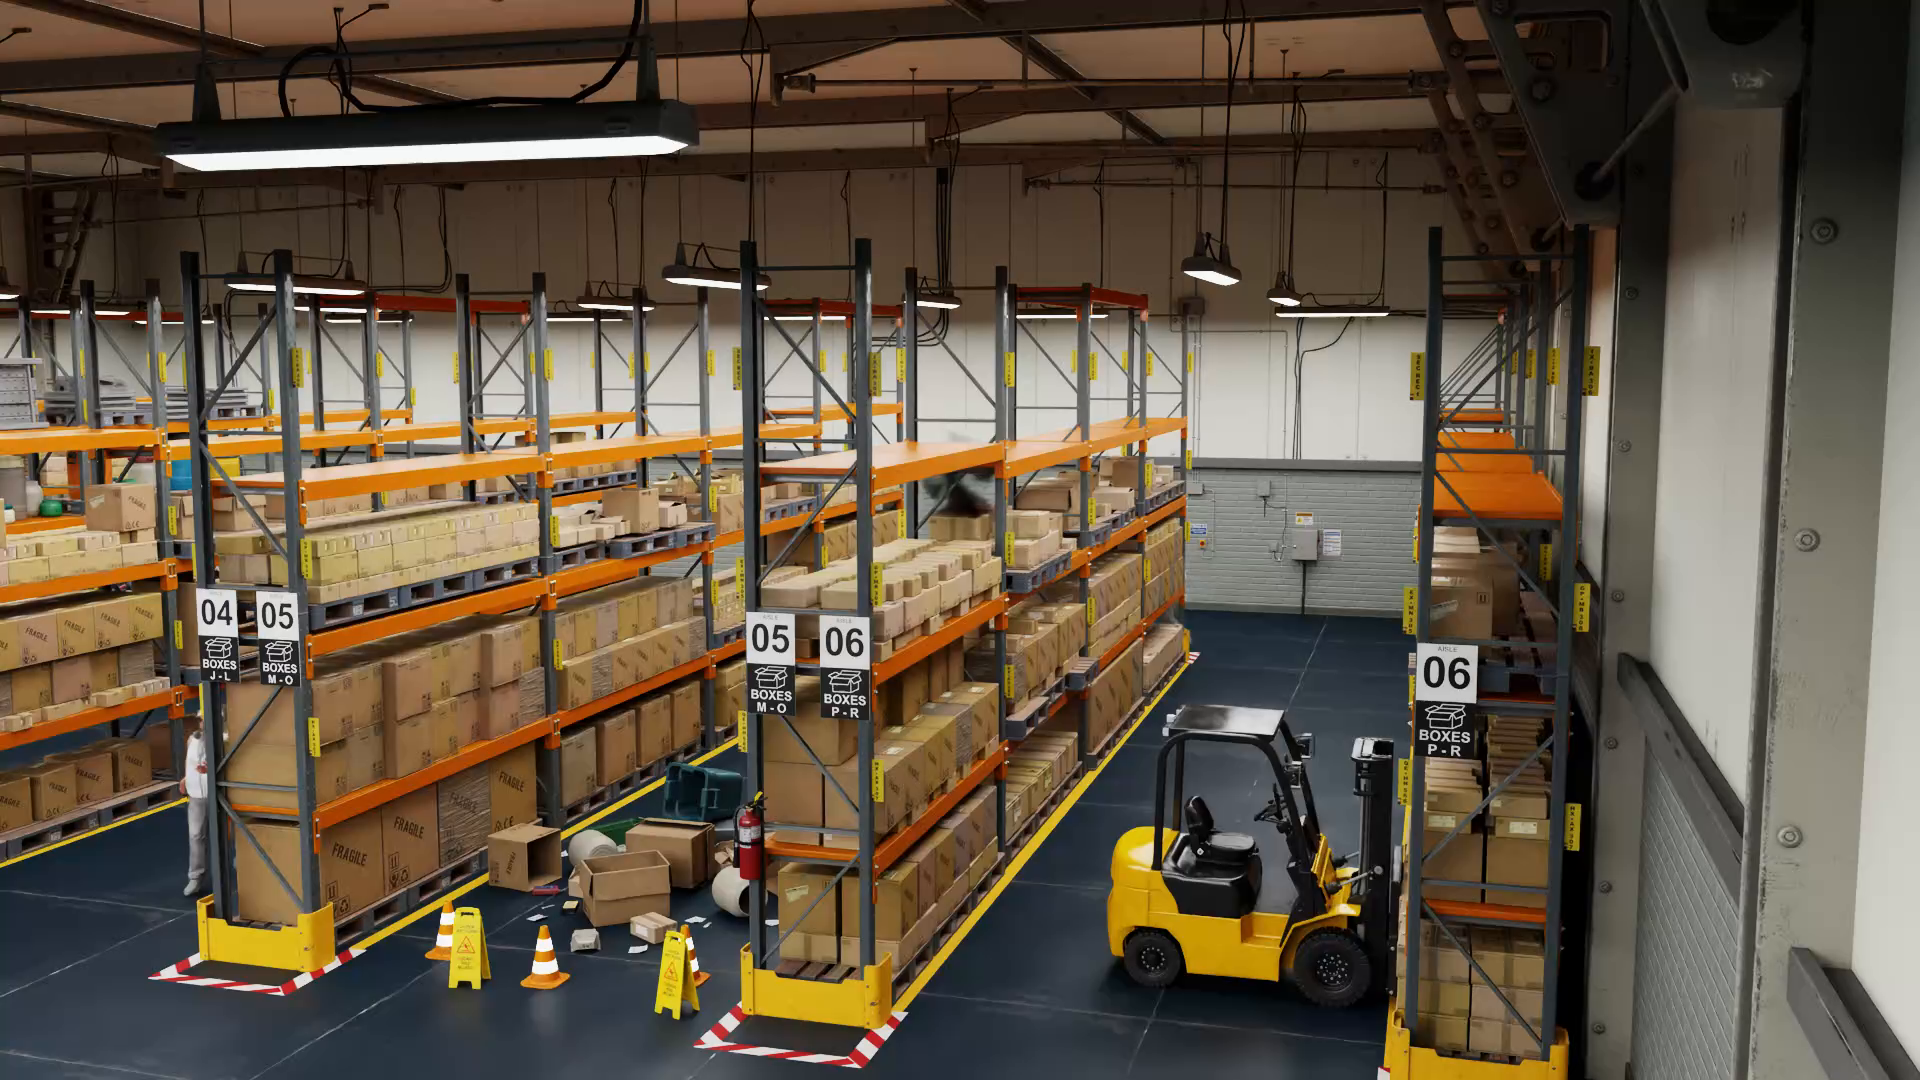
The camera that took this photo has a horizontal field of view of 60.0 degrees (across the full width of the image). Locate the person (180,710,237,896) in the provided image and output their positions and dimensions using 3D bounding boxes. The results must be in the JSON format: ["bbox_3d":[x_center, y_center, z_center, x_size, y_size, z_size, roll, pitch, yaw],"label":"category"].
[{"bbox_3d":[-7.268,2.459,16.153,0.656,1.758,0.970,0,6,1],"label":"person"}]

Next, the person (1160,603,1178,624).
[{"bbox_3d":[3.692,1.071,29.415,0.617,1.706,0.657,5,8,37],"label":"person"}]
